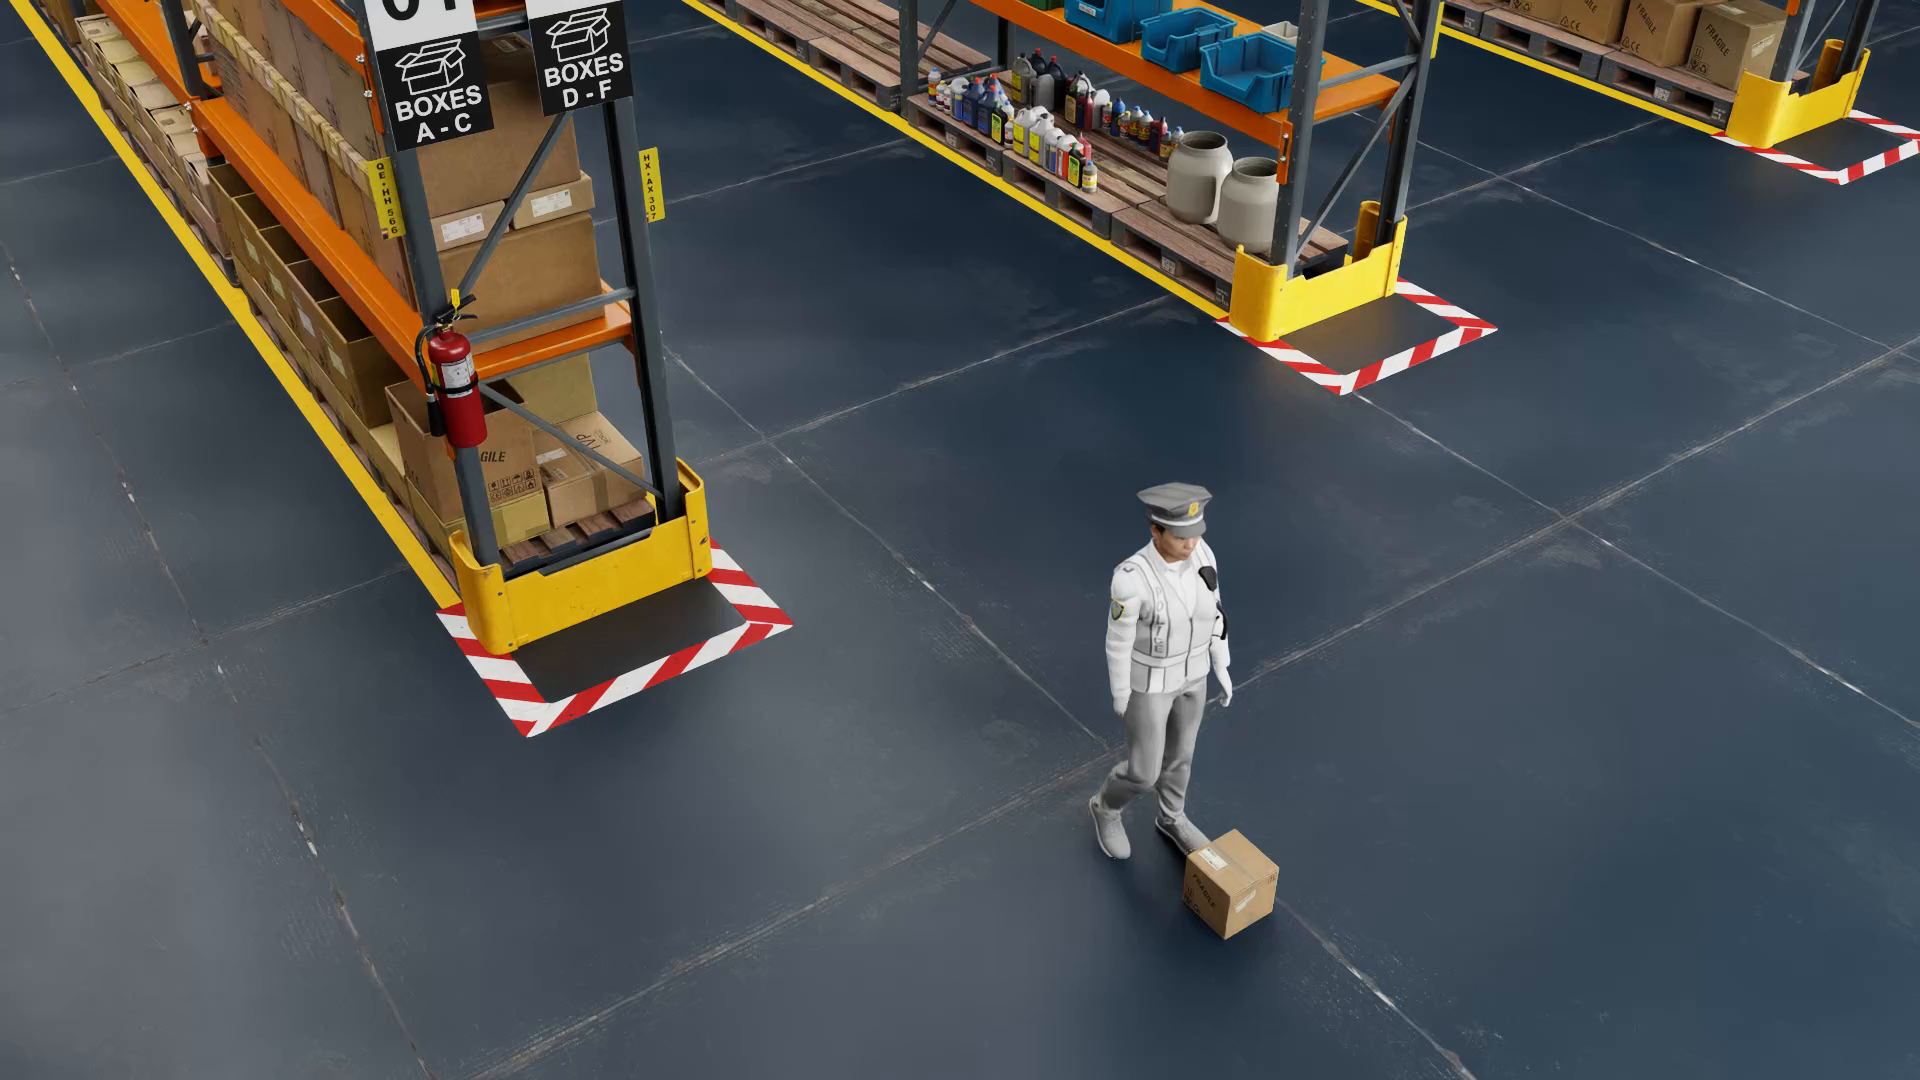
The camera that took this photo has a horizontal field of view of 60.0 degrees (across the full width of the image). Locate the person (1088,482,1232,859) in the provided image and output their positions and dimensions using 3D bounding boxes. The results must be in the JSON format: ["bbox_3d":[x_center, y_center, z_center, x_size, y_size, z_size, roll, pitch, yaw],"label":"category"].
[{"bbox_3d":[0.791,0.544,6.269,0.492,1.720,0.458,-22,42,-27],"label":"person"}]
